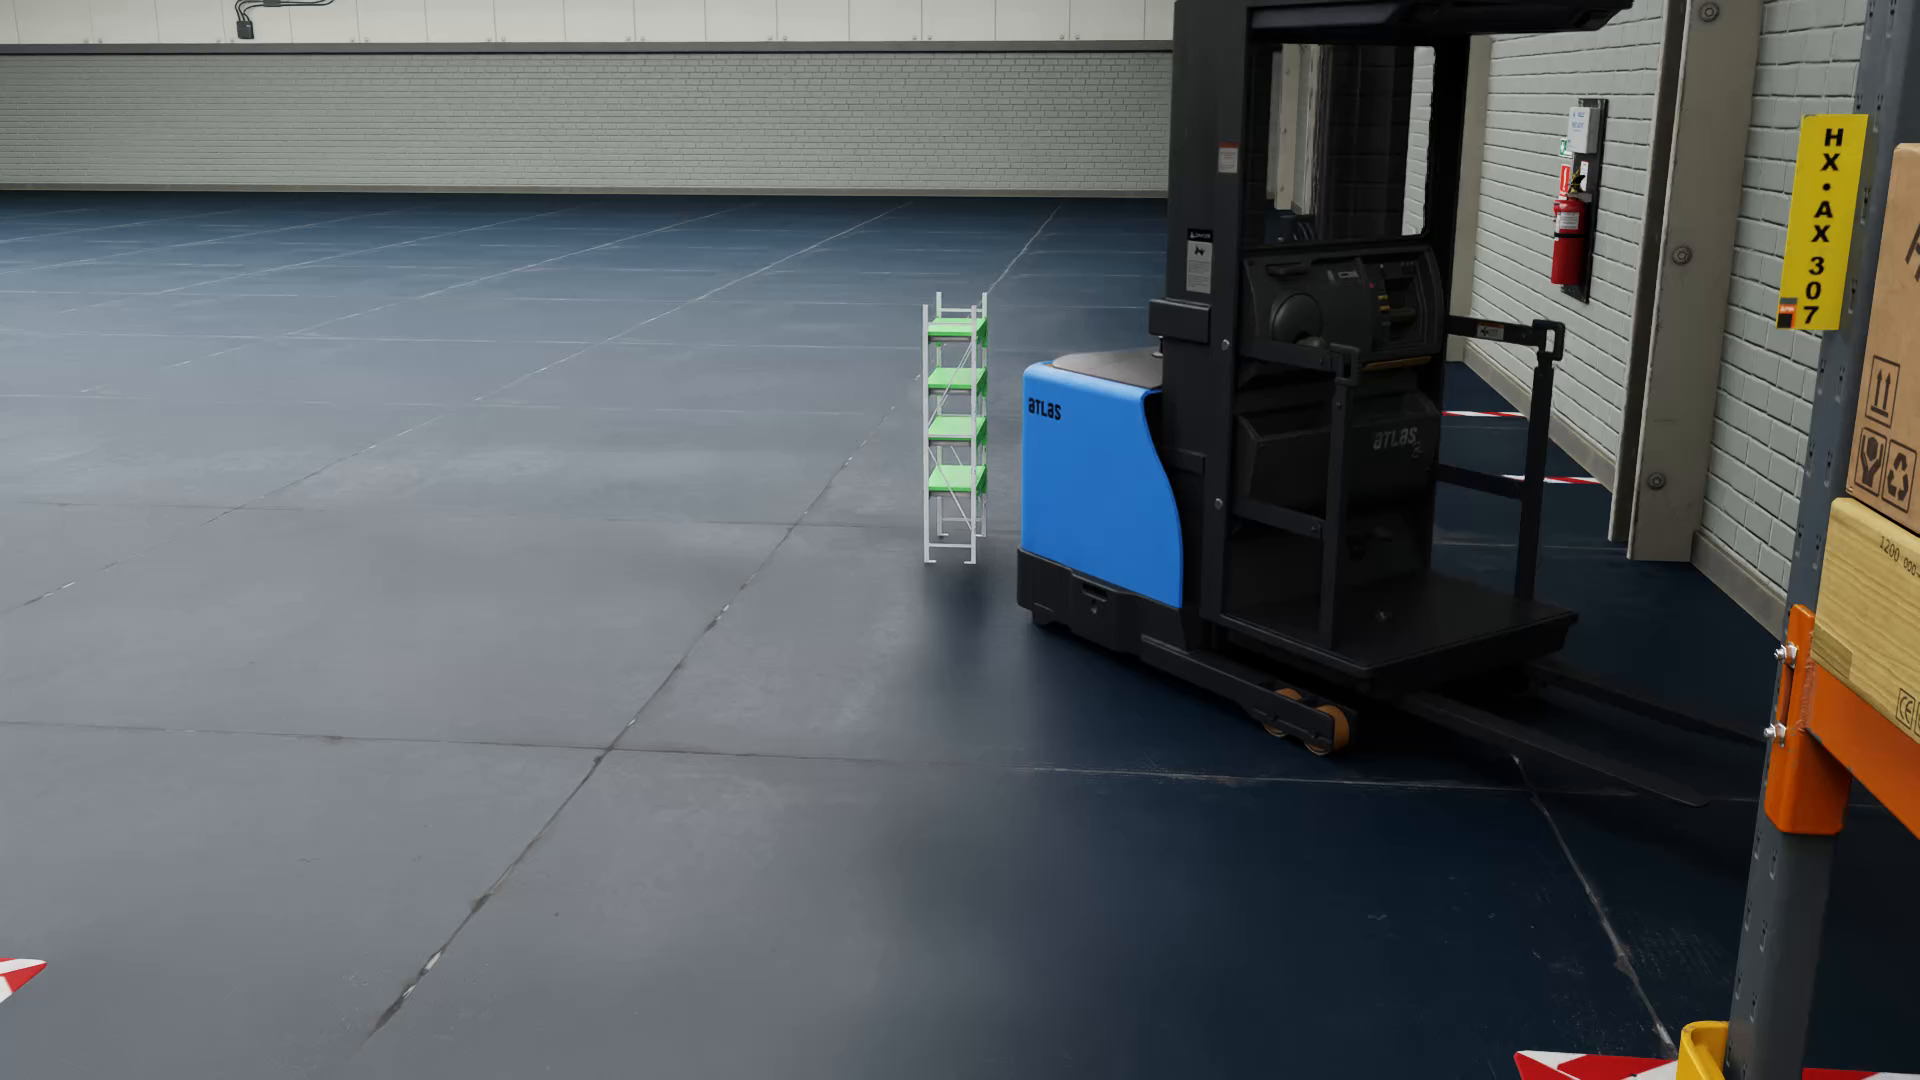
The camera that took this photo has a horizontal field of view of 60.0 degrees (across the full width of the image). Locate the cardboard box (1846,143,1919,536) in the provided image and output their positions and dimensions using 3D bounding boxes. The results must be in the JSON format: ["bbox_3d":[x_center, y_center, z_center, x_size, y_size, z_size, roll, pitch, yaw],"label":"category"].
[{"bbox_3d":[1.513,-0.236,2.102,0.500,0.500,0.500,2,15,6],"label":"cardboard box"}]

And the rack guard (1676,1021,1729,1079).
[{"bbox_3d":[1.857,1.174,2.862,1.175,0.500,0.348,2,15,6],"label":"rack guard"}]

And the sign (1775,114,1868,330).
[{"bbox_3d":[1.326,-0.486,2.554,0.100,0.325,0.005,2,15,6],"label":"sign"}]

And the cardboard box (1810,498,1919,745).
[{"bbox_3d":[1.495,0.128,2.192,0.500,0.250,0.500,1,15,5],"label":"cardboard box"}]

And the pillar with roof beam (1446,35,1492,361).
[{"bbox_3d":[-0.278,-5.980,13.038,9.100,9.000,0.400,2,15,6],"label":"pillar with roof beam"}]

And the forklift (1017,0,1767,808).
[{"bbox_3d":[1.472,-0.841,5.656,1.130,2.935,3.031,-10,18,-32],"label":"forklift"}]

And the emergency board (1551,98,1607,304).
[{"bbox_3d":[3.639,-2.041,9.964,0.194,1.169,0.643,2,15,6],"label":"emergency board"}]

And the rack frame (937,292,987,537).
[{"bbox_3d":[0.009,-0.600,8.081,0.240,1.200,0.015,2,15,6],"label":"rack frame"}]

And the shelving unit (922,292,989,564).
[{"bbox_3d":[-0.019,-0.536,7.847,0.258,1.200,0.503,2,15,6],"label":"shelving unit"}]

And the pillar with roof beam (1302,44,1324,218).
[{"bbox_3d":[1.076,-9.092,24.548,9.100,9.000,0.400,2,15,6],"label":"pillar with roof beam"}]

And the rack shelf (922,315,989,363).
[{"bbox_3d":[-0.019,-0.938,7.738,0.258,0.148,0.480,2,15,6],"label":"rack shelf"}]

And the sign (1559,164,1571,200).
[{"bbox_3d":[3.804,-2.199,10.478,0.001,0.329,0.234,2,15,6],"label":"sign"}]

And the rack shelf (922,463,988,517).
[{"bbox_3d":[-0.019,-0.243,7.926,0.258,0.148,0.480,2,15,6],"label":"rack shelf"}]

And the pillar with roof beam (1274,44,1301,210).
[{"bbox_3d":[1.753,-10.649,30.303,9.100,9.000,0.400,2,15,6],"label":"pillar with roof beam"}]

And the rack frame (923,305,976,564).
[{"bbox_3d":[-0.046,-0.473,7.613,0.240,1.200,0.015,2,15,6],"label":"rack frame"}]

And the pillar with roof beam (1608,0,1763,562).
[{"bbox_3d":[-0.955,-4.424,7.283,9.100,9.000,0.400,2,15,6],"label":"pillar with roof beam"}]

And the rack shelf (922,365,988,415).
[{"bbox_3d":[-0.019,-0.706,7.801,0.258,0.148,0.480,2,15,6],"label":"rack shelf"}]

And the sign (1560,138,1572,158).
[{"bbox_3d":[3.795,-2.454,10.406,0.001,0.109,0.331,2,15,6],"label":"sign"}]

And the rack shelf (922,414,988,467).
[{"bbox_3d":[-0.019,-0.475,7.863,0.258,0.148,0.480,2,15,6],"label":"rack shelf"}]

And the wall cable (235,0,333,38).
[{"bbox_3d":[-14.191,-13.533,34.454,2.305,6.003,0.169,2,15,6],"label":"wall cable"}]

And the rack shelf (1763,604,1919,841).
[{"bbox_3d":[1.639,0.814,0.784,1.077,0.370,4.000,2,15,6],"label":"rack shelf"}]
